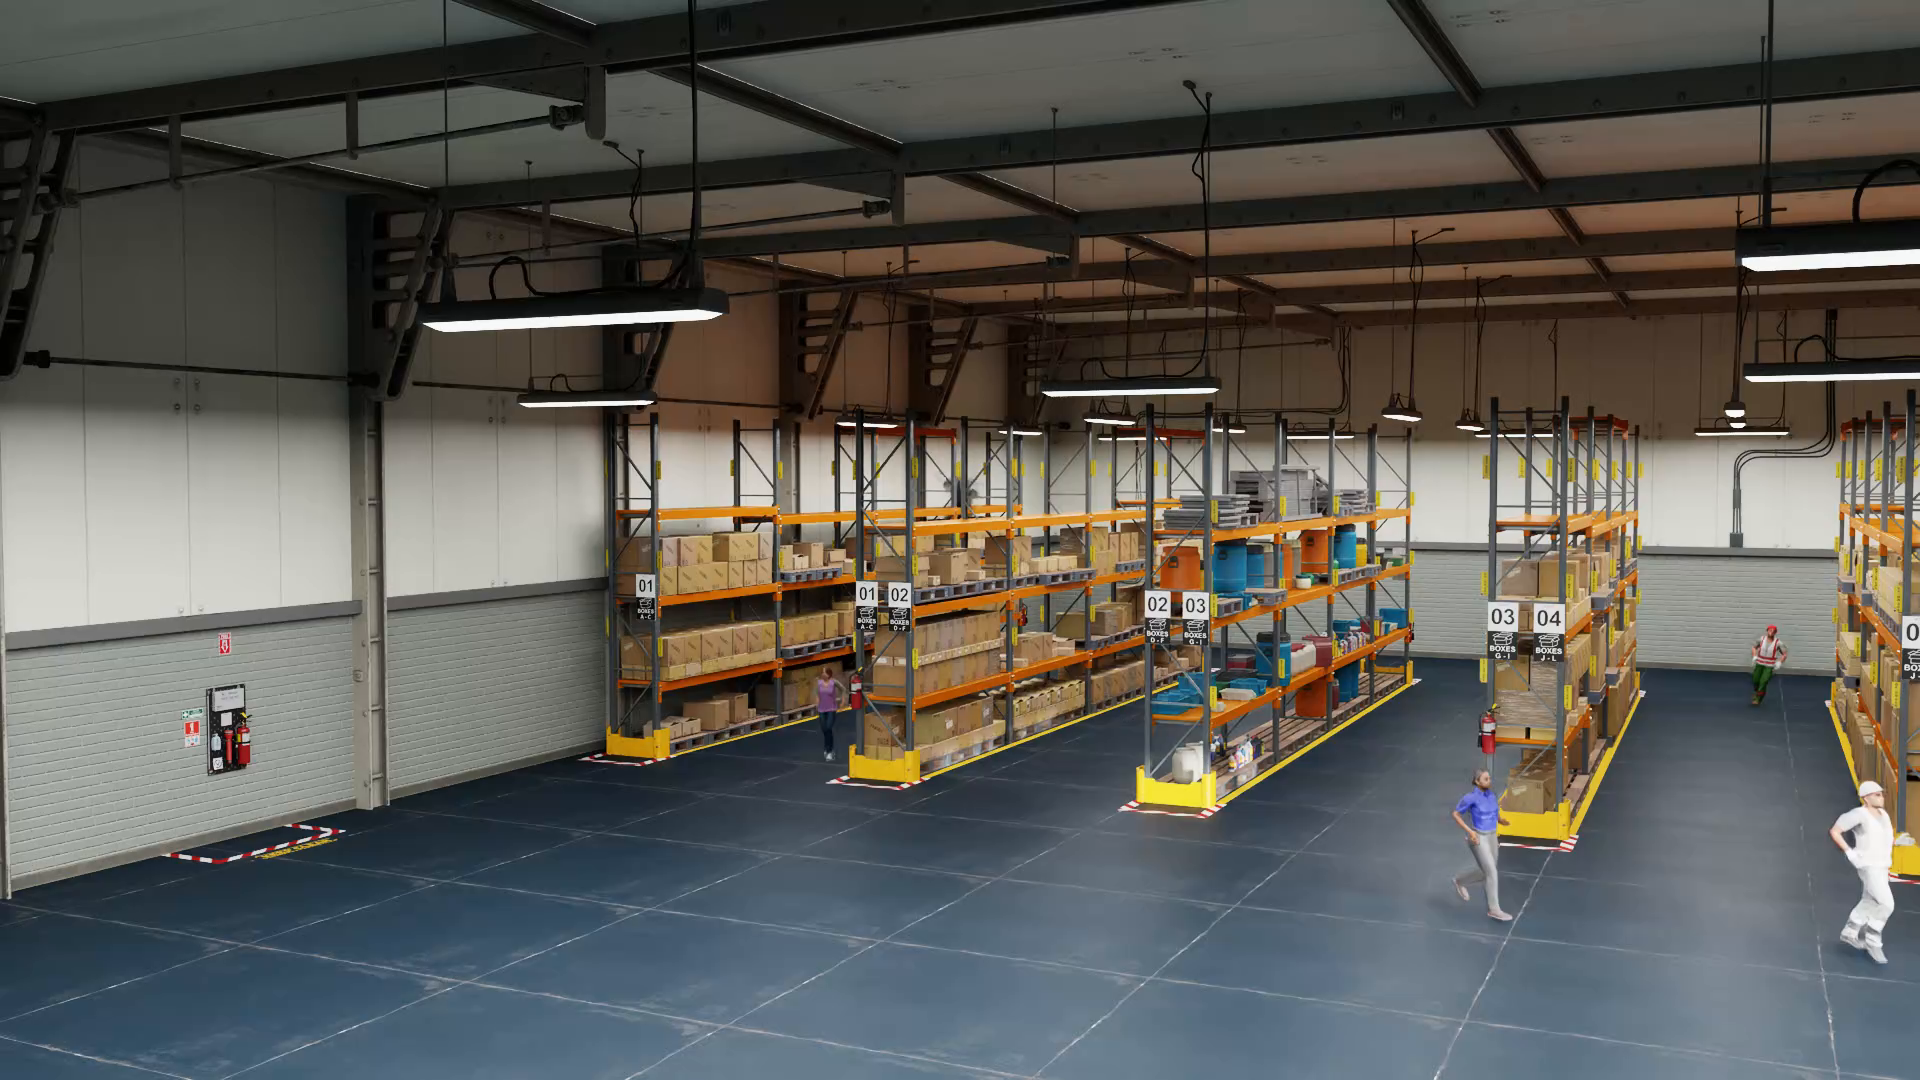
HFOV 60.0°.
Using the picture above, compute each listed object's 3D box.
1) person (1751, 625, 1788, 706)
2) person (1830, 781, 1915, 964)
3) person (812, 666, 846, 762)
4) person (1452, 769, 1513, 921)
[{"bbox_3d":[17.157,2.657,35.285,0.726,1.737,0.617,2,3,36],"label":"person"},{"bbox_3d":[9.375,3.395,17.059,0.634,1.834,0.703,-1,3,-31],"label":"person"},{"bbox_3d":[-2.281,3.003,28.753,0.559,1.662,0.707,1,3,17],"label":"person"},{"bbox_3d":[5.867,3.389,18.711,0.587,1.627,0.852,-2,3,-35],"label":"person"}]
